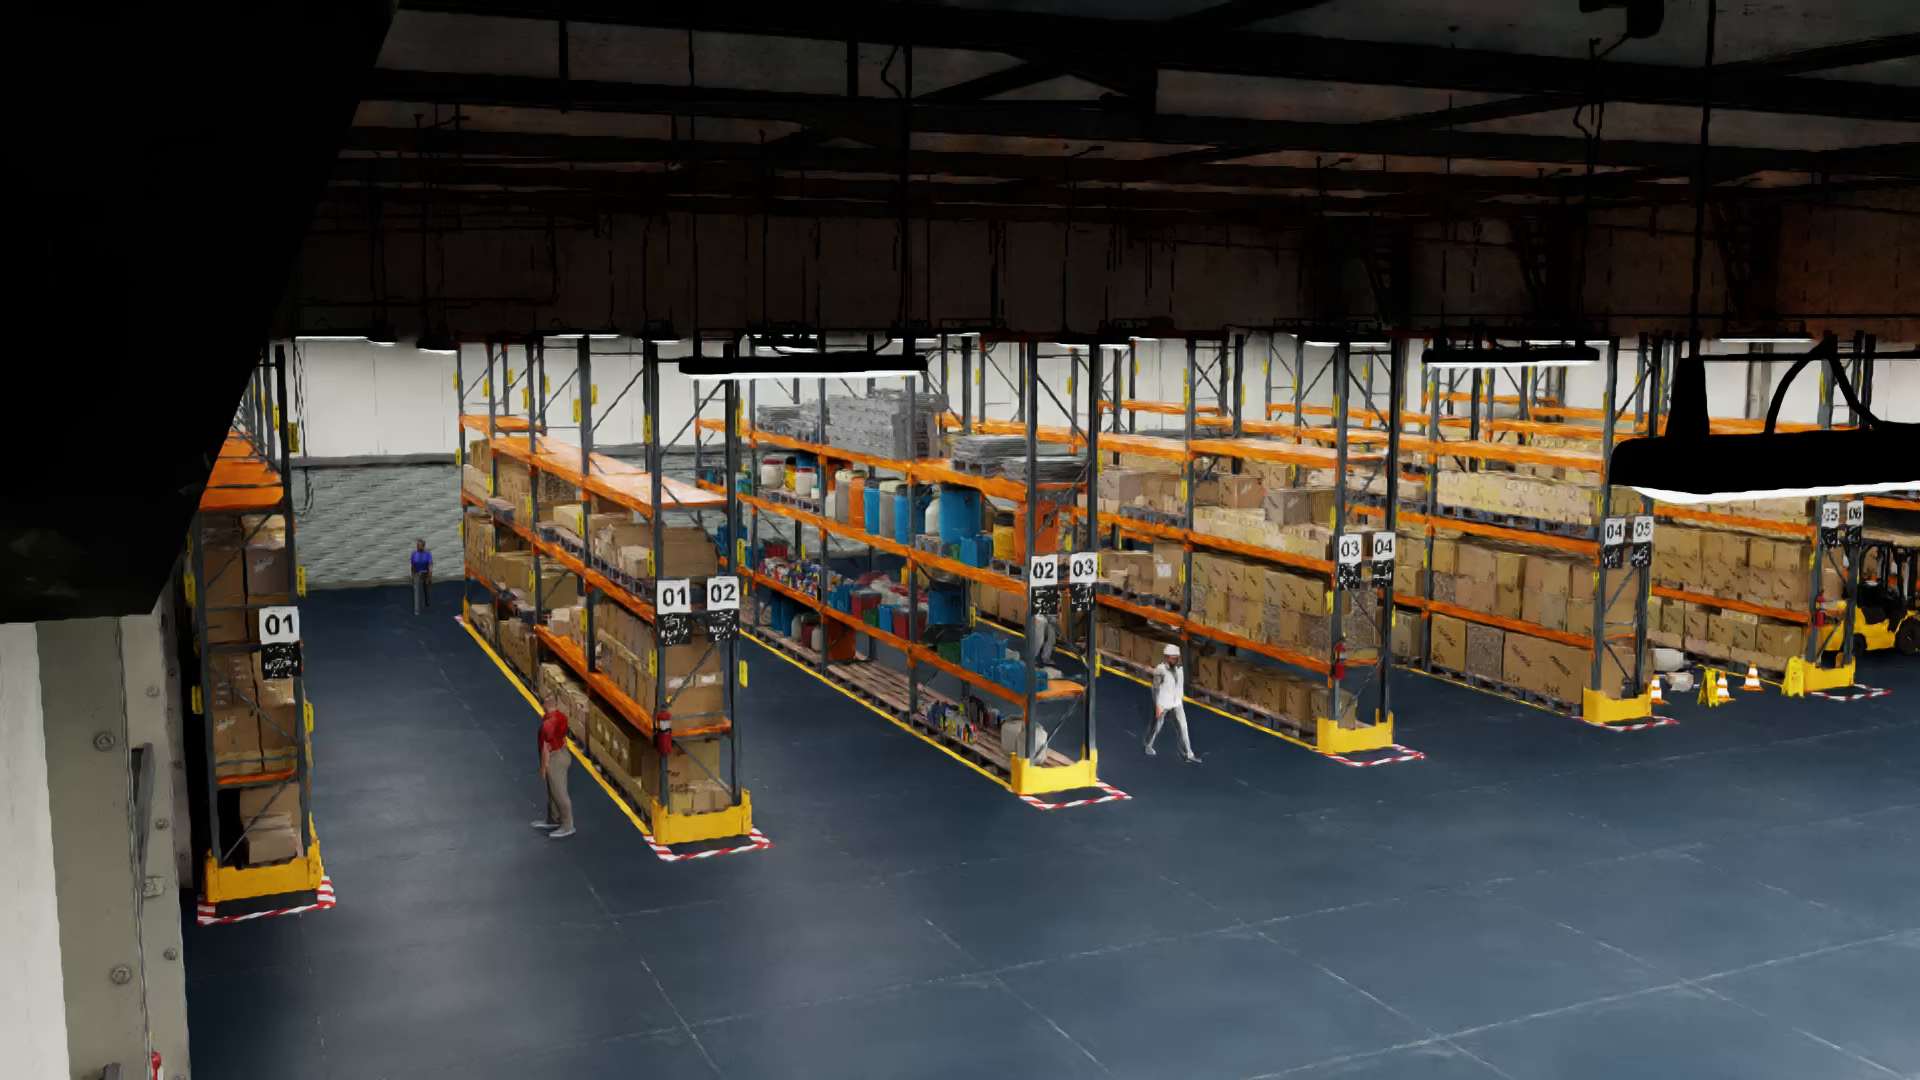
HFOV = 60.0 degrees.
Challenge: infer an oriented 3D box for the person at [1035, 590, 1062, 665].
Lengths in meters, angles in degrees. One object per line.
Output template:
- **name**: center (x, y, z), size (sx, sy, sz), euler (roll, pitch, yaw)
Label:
- **person**: center (1.549, 1.423, 30.200), size (0.682, 1.715, 0.536), euler (-4, 9, -26)

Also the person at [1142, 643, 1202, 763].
- **person**: center (2.929, 2.289, 23.697), size (0.546, 1.693, 0.931), euler (-4, 9, -26)

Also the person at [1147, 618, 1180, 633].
- **person**: center (3.974, 1.121, 32.304), size (0.553, 1.709, 1.123), euler (-3, 8, -22)

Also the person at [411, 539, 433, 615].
- **person**: center (-11.443, 0.763, 35.399), size (0.443, 1.587, 0.991), euler (-2, 8, -15)

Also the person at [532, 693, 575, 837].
- **person**: center (-5.015, 2.724, 20.399), size (0.593, 1.719, 0.651), euler (0, 8, 1)
